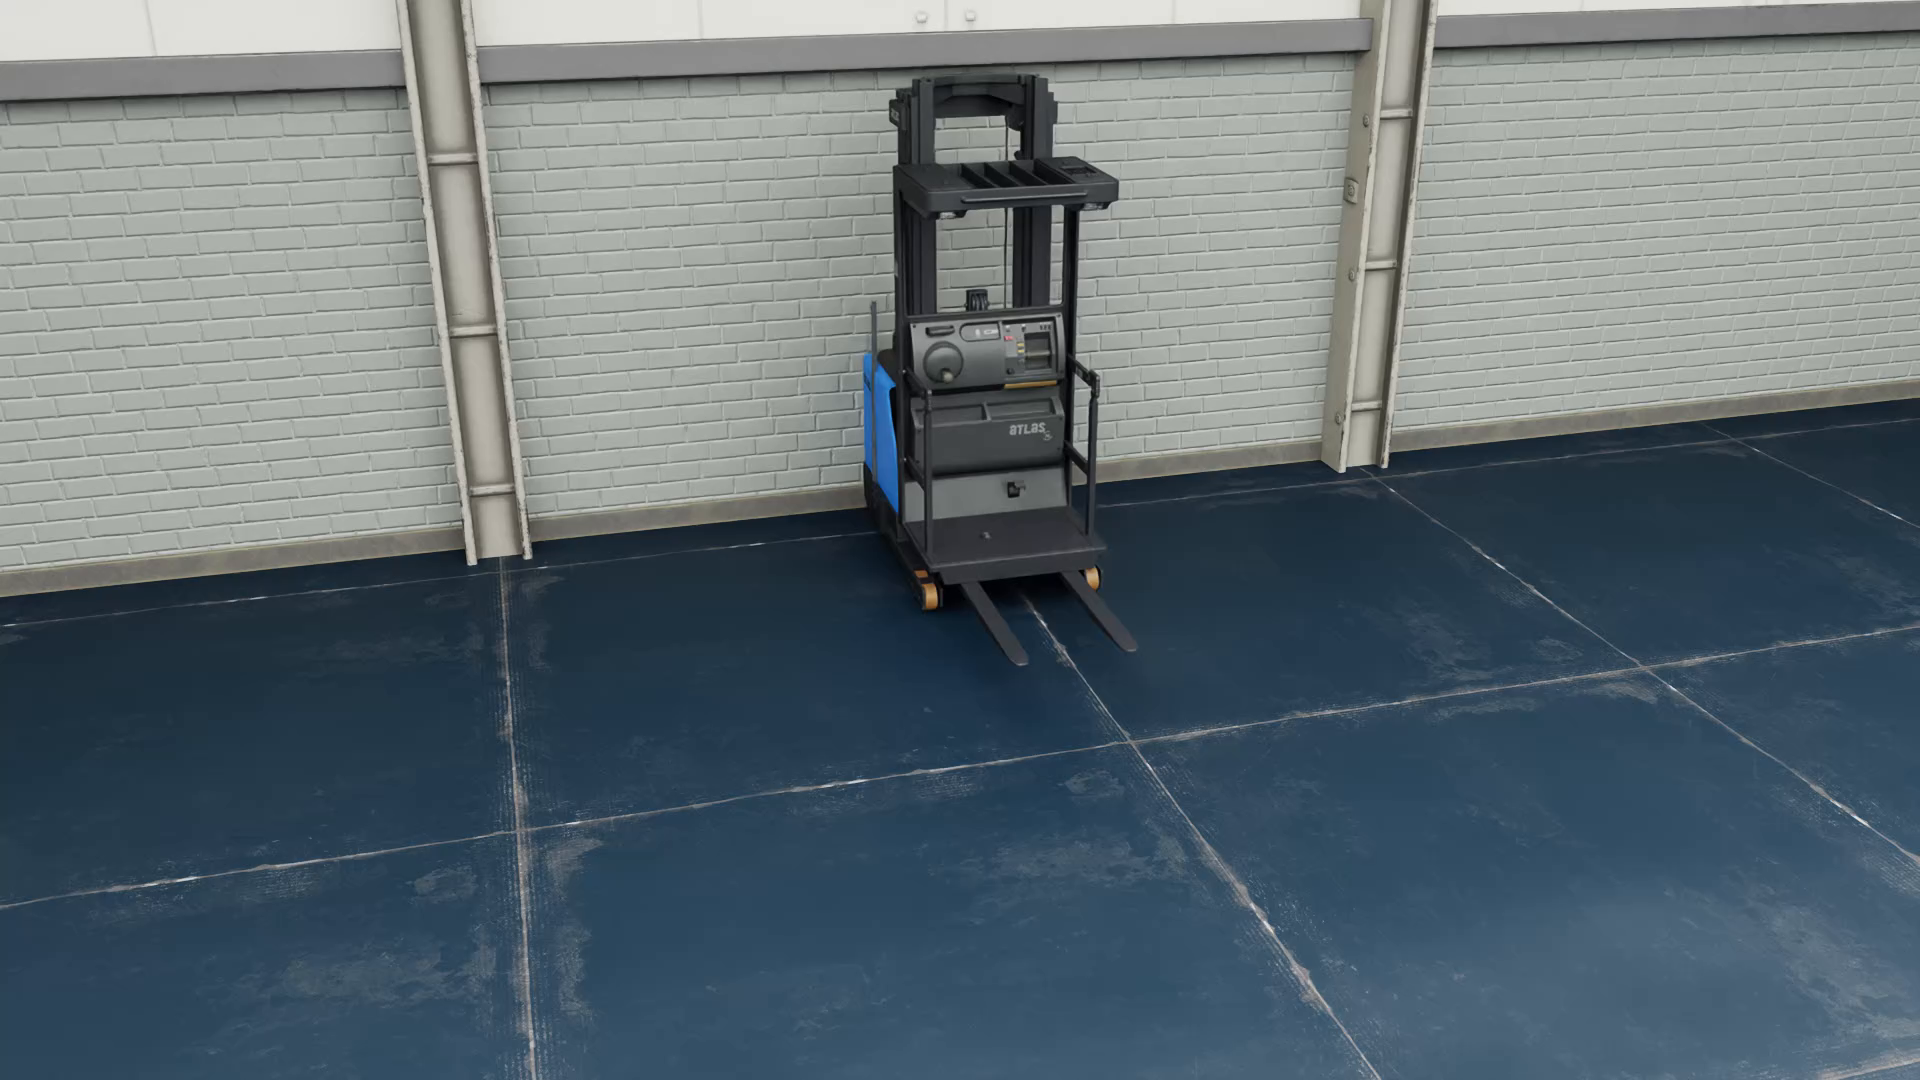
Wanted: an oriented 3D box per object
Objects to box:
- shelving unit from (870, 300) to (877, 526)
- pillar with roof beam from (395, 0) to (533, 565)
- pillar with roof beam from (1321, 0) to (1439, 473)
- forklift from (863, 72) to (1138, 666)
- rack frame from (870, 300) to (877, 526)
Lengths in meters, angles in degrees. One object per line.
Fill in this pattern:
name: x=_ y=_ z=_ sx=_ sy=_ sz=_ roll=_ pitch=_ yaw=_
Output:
shelving unit: x=-0.068 y=-0.898 z=10.956 sx=1.048 sy=1.500 sz=0.538 roll=-1 pitch=22 yaw=-6
pillar with roof beam: x=-1.762 y=-2.422 z=4.983 sx=0.400 sy=9.000 sz=9.100 roll=-6 pitch=24 yaw=-14
pillar with roof beam: x=4.015 y=-3.061 z=6.472 sx=0.400 sy=9.000 sz=9.100 roll=-6 pitch=24 yaw=-14
forklift: x=0.224 y=-1.099 z=9.595 sx=1.130 sy=2.935 sz=3.031 roll=-6 pitch=24 yaw=-14
rack frame: x=-0.573 y=-0.884 z=10.904 sx=0.032 sy=1.500 sz=0.500 roll=-1 pitch=22 yaw=-6
